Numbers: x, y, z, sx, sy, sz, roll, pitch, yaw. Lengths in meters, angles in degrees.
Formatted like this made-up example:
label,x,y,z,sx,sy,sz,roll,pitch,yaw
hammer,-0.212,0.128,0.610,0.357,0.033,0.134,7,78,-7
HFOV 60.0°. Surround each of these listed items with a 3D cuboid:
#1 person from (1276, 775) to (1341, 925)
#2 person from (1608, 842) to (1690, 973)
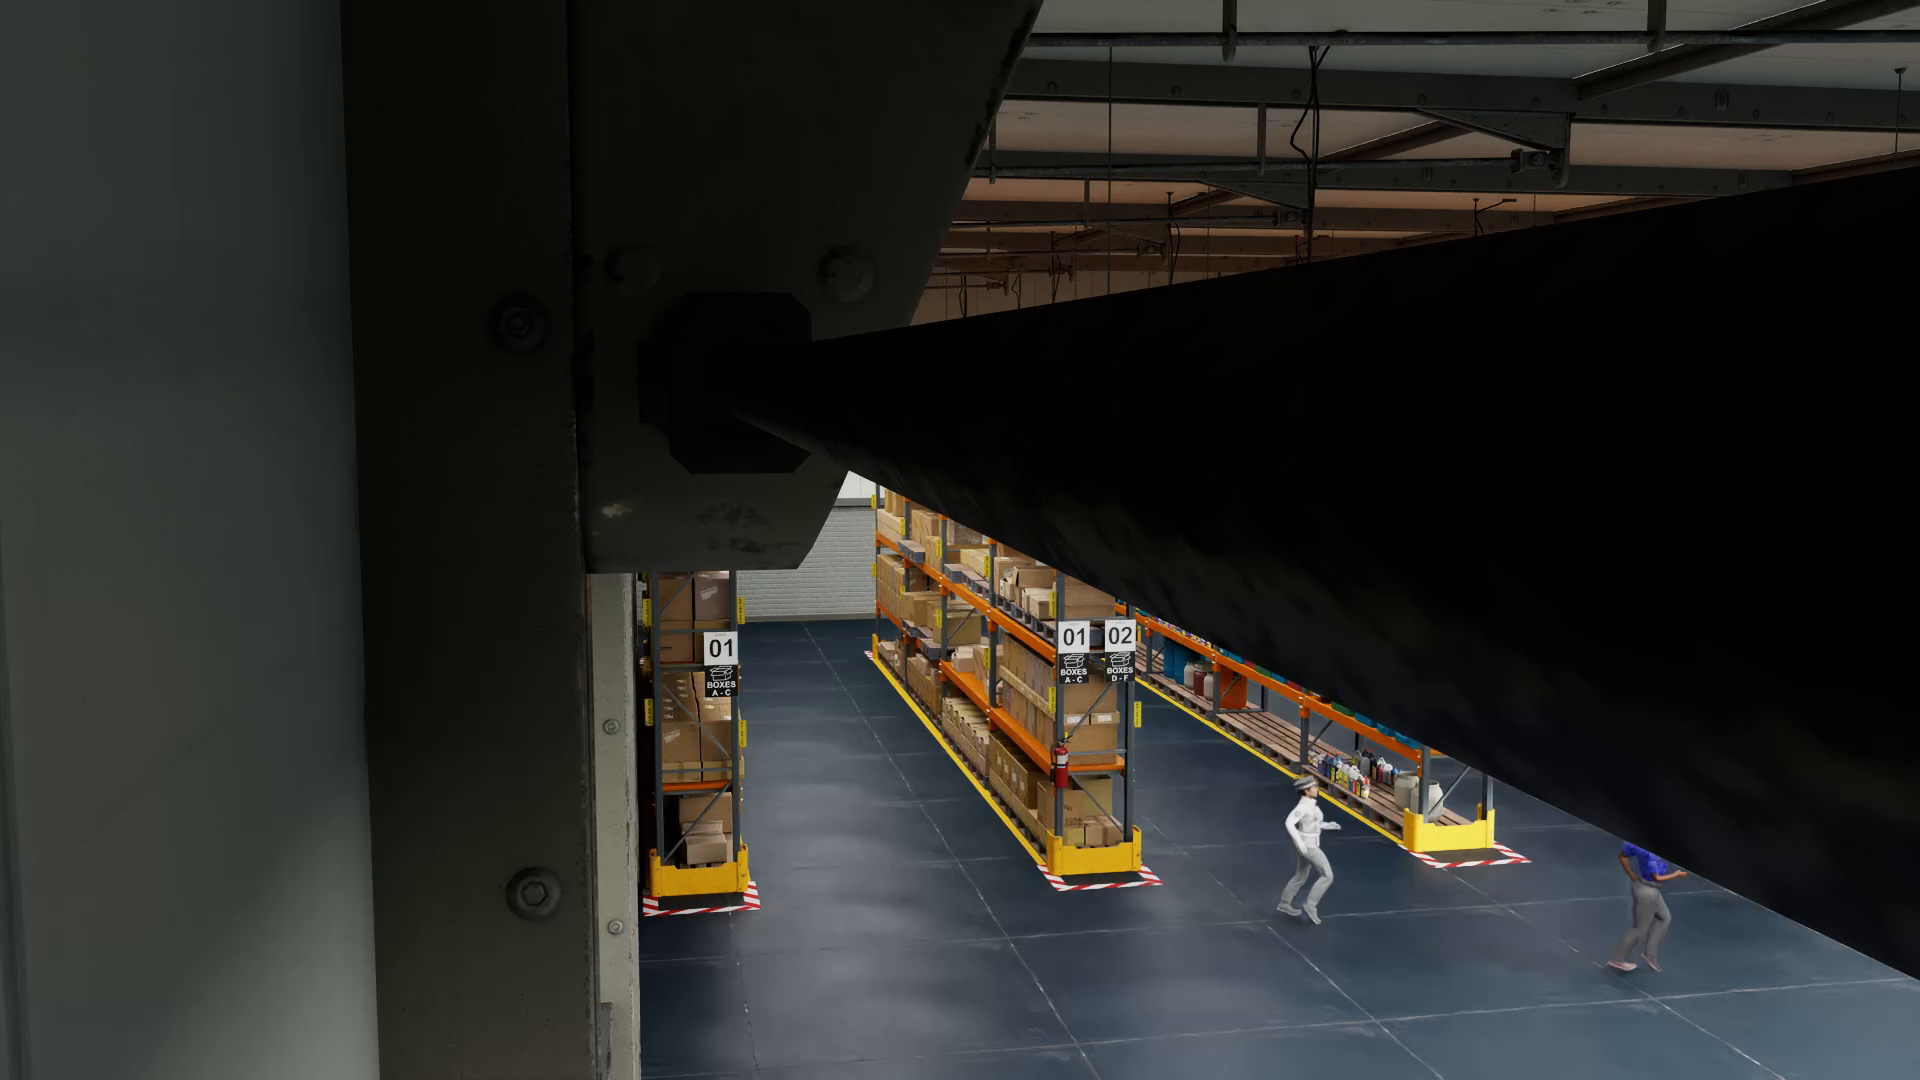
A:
label,x,y,z,sx,sy,sz,roll,pitch,yaw
person,4.001,3.542,19.062,0.703,1.719,0.581,1,6,10
person,7.197,3.738,17.387,0.765,1.695,0.502,1,6,9
